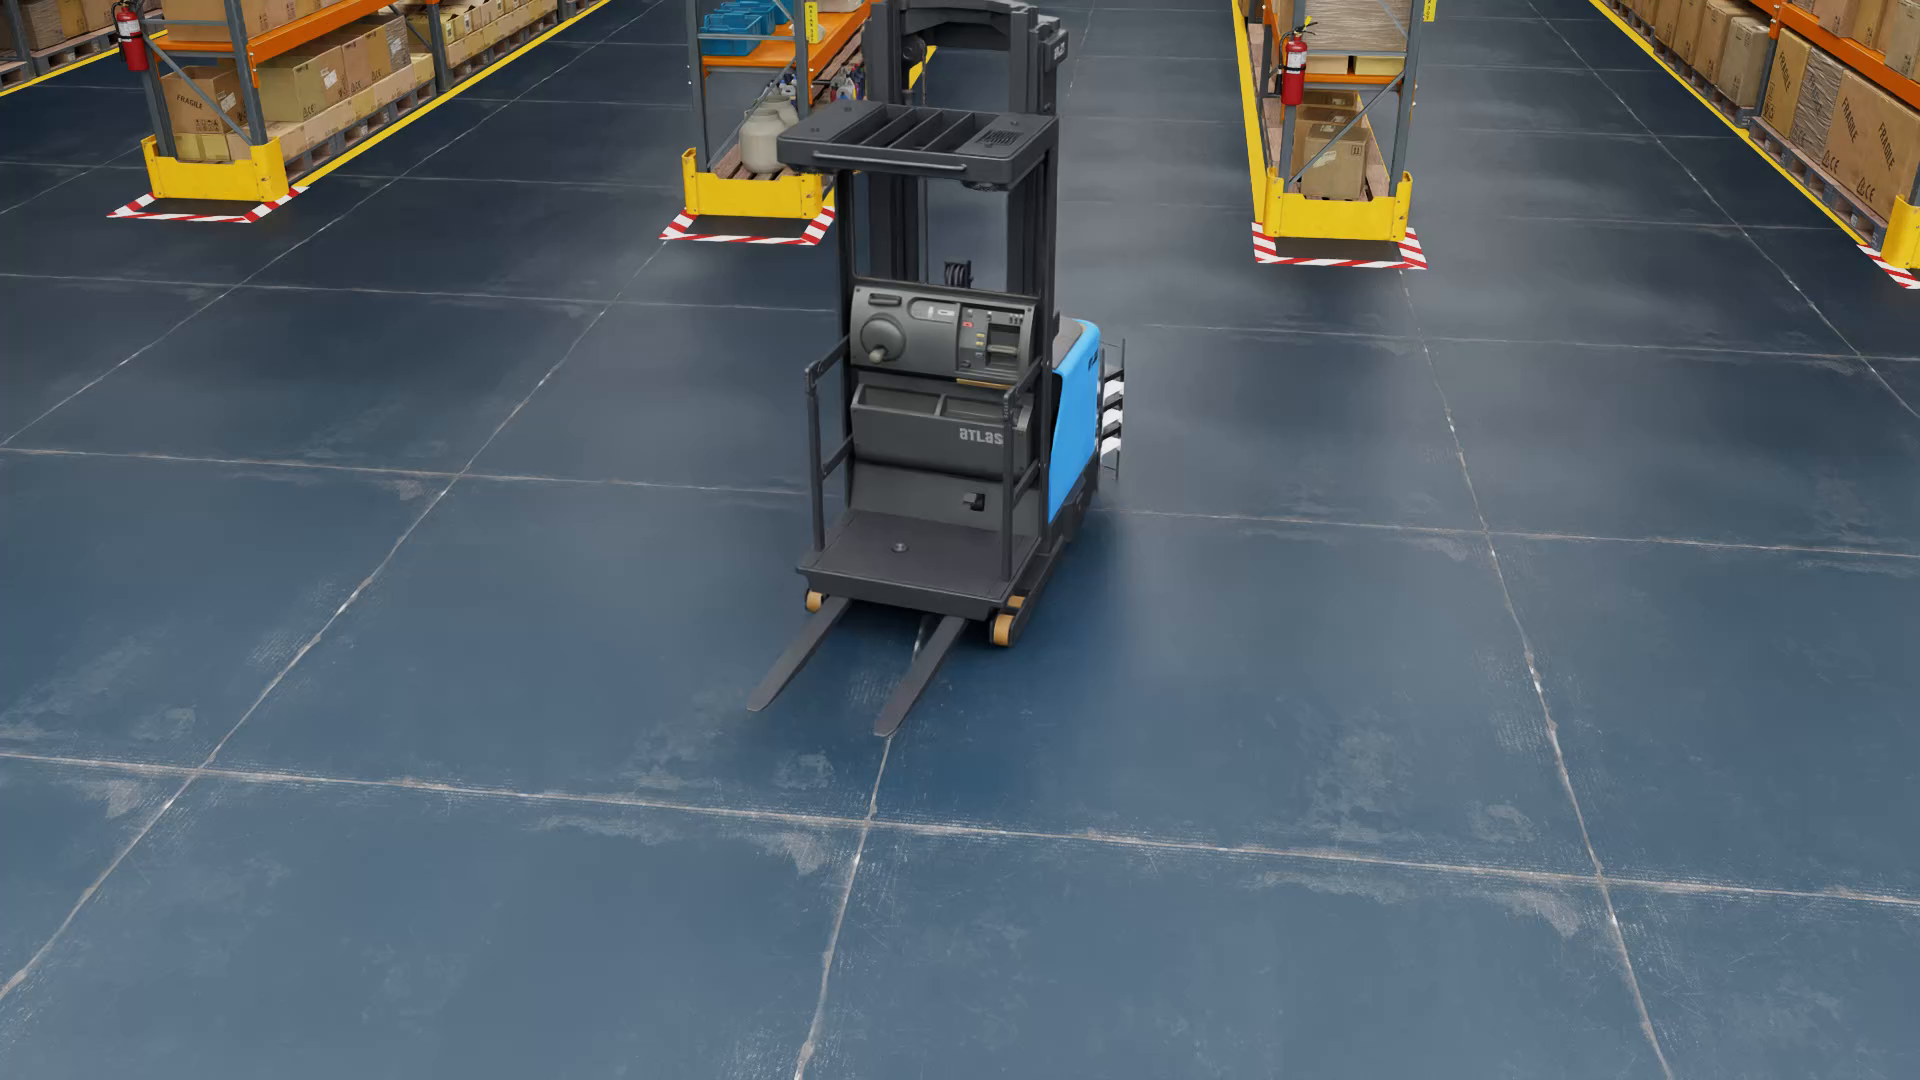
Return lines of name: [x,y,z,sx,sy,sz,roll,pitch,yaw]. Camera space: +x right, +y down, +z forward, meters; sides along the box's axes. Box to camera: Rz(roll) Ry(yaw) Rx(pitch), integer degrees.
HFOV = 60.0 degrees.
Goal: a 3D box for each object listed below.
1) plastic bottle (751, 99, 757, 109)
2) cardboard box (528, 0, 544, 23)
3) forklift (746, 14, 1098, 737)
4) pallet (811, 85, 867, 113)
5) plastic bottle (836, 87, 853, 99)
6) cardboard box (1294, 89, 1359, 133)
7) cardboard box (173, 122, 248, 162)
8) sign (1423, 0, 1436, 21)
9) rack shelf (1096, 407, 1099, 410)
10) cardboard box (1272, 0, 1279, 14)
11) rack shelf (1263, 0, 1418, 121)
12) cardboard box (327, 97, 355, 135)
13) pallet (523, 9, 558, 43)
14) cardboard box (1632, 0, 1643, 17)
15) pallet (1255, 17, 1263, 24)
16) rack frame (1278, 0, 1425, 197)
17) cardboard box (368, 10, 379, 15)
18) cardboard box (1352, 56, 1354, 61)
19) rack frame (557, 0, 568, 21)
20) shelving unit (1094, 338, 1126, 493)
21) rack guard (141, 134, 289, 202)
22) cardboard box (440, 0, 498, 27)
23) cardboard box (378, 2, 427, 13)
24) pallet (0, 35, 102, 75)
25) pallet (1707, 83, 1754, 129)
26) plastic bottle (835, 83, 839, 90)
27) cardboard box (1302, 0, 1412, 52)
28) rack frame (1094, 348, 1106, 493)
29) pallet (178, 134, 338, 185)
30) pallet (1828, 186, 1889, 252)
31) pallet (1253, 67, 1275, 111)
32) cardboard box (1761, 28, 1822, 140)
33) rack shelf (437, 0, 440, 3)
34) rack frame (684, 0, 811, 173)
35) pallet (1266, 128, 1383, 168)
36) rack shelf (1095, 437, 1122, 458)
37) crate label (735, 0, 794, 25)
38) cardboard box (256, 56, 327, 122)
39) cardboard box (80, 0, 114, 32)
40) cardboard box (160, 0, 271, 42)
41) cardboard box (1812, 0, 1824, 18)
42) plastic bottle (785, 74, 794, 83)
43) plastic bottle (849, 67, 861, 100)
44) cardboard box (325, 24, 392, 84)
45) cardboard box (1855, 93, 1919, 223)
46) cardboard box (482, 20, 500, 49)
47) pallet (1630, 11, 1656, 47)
plastic bottle: [-1.982,-4.119,16.134,0.061,0.283,0.133,4,29,7]
cardboard box: [-5.586,-6.701,20.981,0.500,0.250,0.500,3,28,6]
forklift: [-0.175,-0.925,7.943,1.118,2.867,2.937,9,30,16]
pallet: [-1.402,-4.517,17.412,1.003,0.211,1.213,3,28,6]
plastic bottle: [-1.158,-4.414,16.689,0.152,0.276,0.135,4,29,7]
cardboard box: [3.488,-4.102,15.895,0.500,0.500,0.500,1,28,2]
cardboard box: [-6.912,-3.709,15.429,0.500,0.250,0.500,3,28,6]
sign: [3.686,-4.237,13.040,0.100,0.325,0.005,3,28,6]
rack shelf: [0.788,-0.812,9.657,0.199,0.015,0.184,21,35,34]
cardboard box: [3.173,-5.107,15.831,0.380,0.149,0.250,3,28,6]
rack shelf: [3.392,-4.512,15.222,1.077,0.370,4.000,3,28,6]
cardboard box: [-6.278,-4.150,16.247,0.500,0.250,0.500,3,28,6]
pallet: [-5.844,-6.618,21.312,1.003,0.211,1.213,3,28,6]
cardboard box: [8.926,-6.971,21.220,0.500,0.500,0.500,4,29,8]
pallet: [4.299,-6.793,21.636,1.003,0.211,1.213,3,28,6]
rack frame: [3.147,-3.888,13.304,1.000,3.000,0.127,3,28,6]
cardboard box: [-6.562,-5.452,17.874,0.500,0.500,0.500,3,28,6]
cardboard box: [3.468,-4.014,13.803,0.380,0.149,0.250,3,28,6]
rack frame: [-5.704,-8.231,21.365,1.000,3.000,0.127,3,28,6]
shelving unit: [0.788,-0.749,9.691,0.258,0.900,0.210,21,35,34]
rack guard: [-6.687,-3.353,14.947,1.175,0.500,0.348,3,28,6]
cardboard box: [-5.767,-6.228,19.513,0.500,0.311,0.500,2,28,5]
cardboard box: [-6.371,-6.022,19.130,0.500,0.311,0.500,4,29,8]
pallet: [-11.017,-5.773,19.743,1.003,0.211,1.213,3,28,6]
pallet: [8.567,-4.575,17.519,1.003,0.211,1.213,3,28,6]
plastic bottle: [-1.239,-4.488,16.818,0.061,0.283,0.133,3,28,6]
cardboard box: [3.242,-4.320,13.687,0.875,0.500,0.500,3,28,6]
rack frame: [0.723,-0.711,9.622,0.240,0.900,0.006,21,35,34]
pallet: [-6.632,-3.600,15.710,1.003,0.211,1.213,3,28,6]
pallet: [8.078,-2.705,14.049,1.003,0.211,1.213,3,28,6]
pallet: [3.731,-4.910,18.140,1.003,0.211,1.213,3,28,6]
cardboard box: [8.401,-4.392,16.038,0.875,0.875,0.875,4,29,7]
rack shelf: [-5.949,-6.973,19.789,1.077,0.370,4.000,3,28,6]
rack frame: [-1.769,-4.176,13.838,1.000,3.000,0.127,3,28,6]
pallet: [3.443,-3.649,15.800,1.003,0.211,1.213,3,28,6]
rack shelf: [0.788,-0.561,9.792,0.258,0.077,0.200,21,35,34]
crate label: [-1.812,-5.073,15.467,0.502,0.435,0.616,3,28,6]
cardboard box: [-6.338,-4.245,15.632,0.500,0.500,0.500,3,28,6]
cardboard box: [-10.921,-6.559,20.433,0.700,0.500,0.500,4,29,7]
cardboard box: [-6.614,-4.728,14.758,0.700,0.500,0.500,3,28,6]
cardboard box: [8.469,-5.066,15.333,0.875,0.550,0.550,3,28,6]
plastic bottle: [-1.789,-4.730,17.196,0.144,0.351,0.185,4,29,8]
plastic bottle: [-1.095,-4.676,17.095,0.144,0.351,0.185,2,28,4]
cardboard box: [-6.164,-4.951,16.944,0.500,0.500,0.500,3,28,6]
cardboard box: [8.075,-3.124,13.684,0.875,0.875,0.875,4,29,6]
cardboard box: [-5.774,-5.982,19.648,0.500,0.250,0.500,3,28,5]
pallet: [9.135,-6.458,21.014,1.003,0.211,1.213,3,28,6]
